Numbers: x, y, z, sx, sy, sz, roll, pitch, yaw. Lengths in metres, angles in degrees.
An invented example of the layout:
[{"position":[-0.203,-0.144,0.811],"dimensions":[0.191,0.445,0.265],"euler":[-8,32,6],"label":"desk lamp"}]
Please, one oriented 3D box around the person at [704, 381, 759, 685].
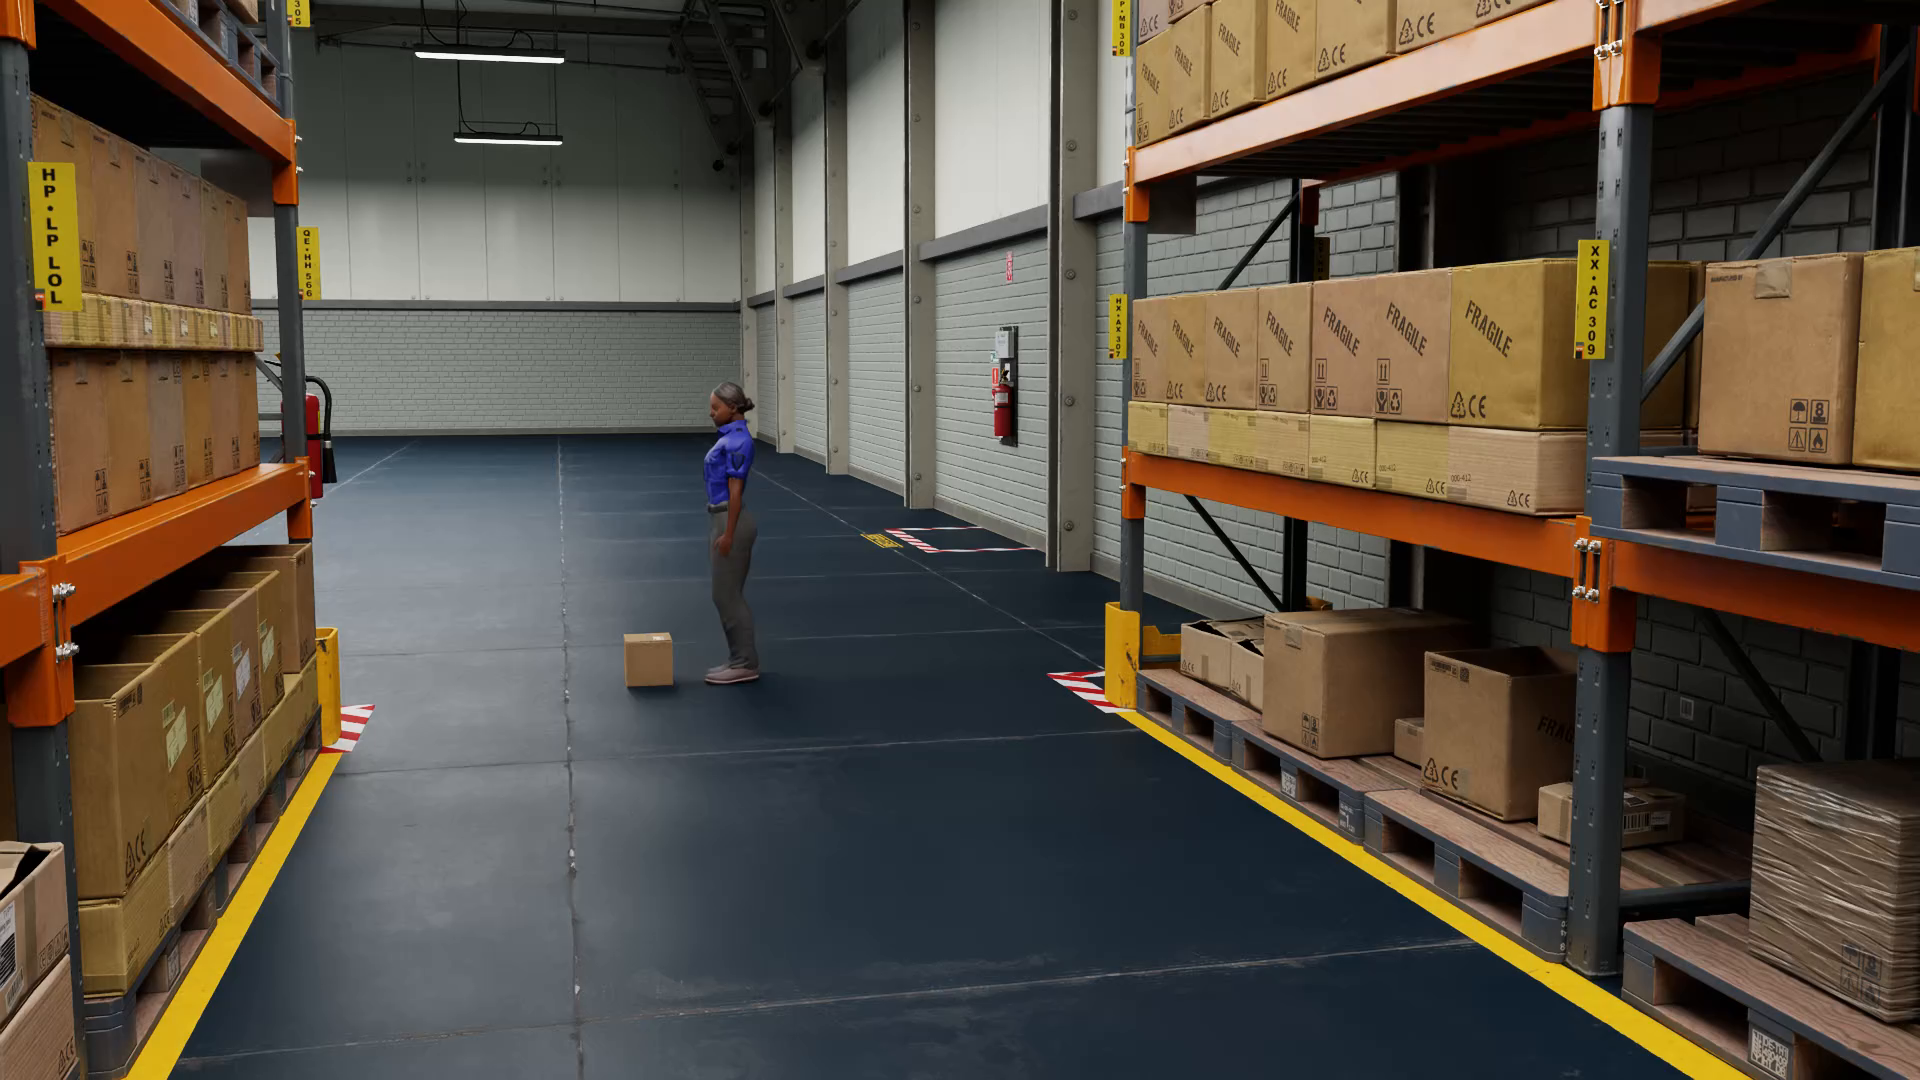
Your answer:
[{"position":[-1.266,-0.038,9.153],"dimensions":[0.308,1.666,0.438],"euler":[-1,6,-13],"label":"person"}]
